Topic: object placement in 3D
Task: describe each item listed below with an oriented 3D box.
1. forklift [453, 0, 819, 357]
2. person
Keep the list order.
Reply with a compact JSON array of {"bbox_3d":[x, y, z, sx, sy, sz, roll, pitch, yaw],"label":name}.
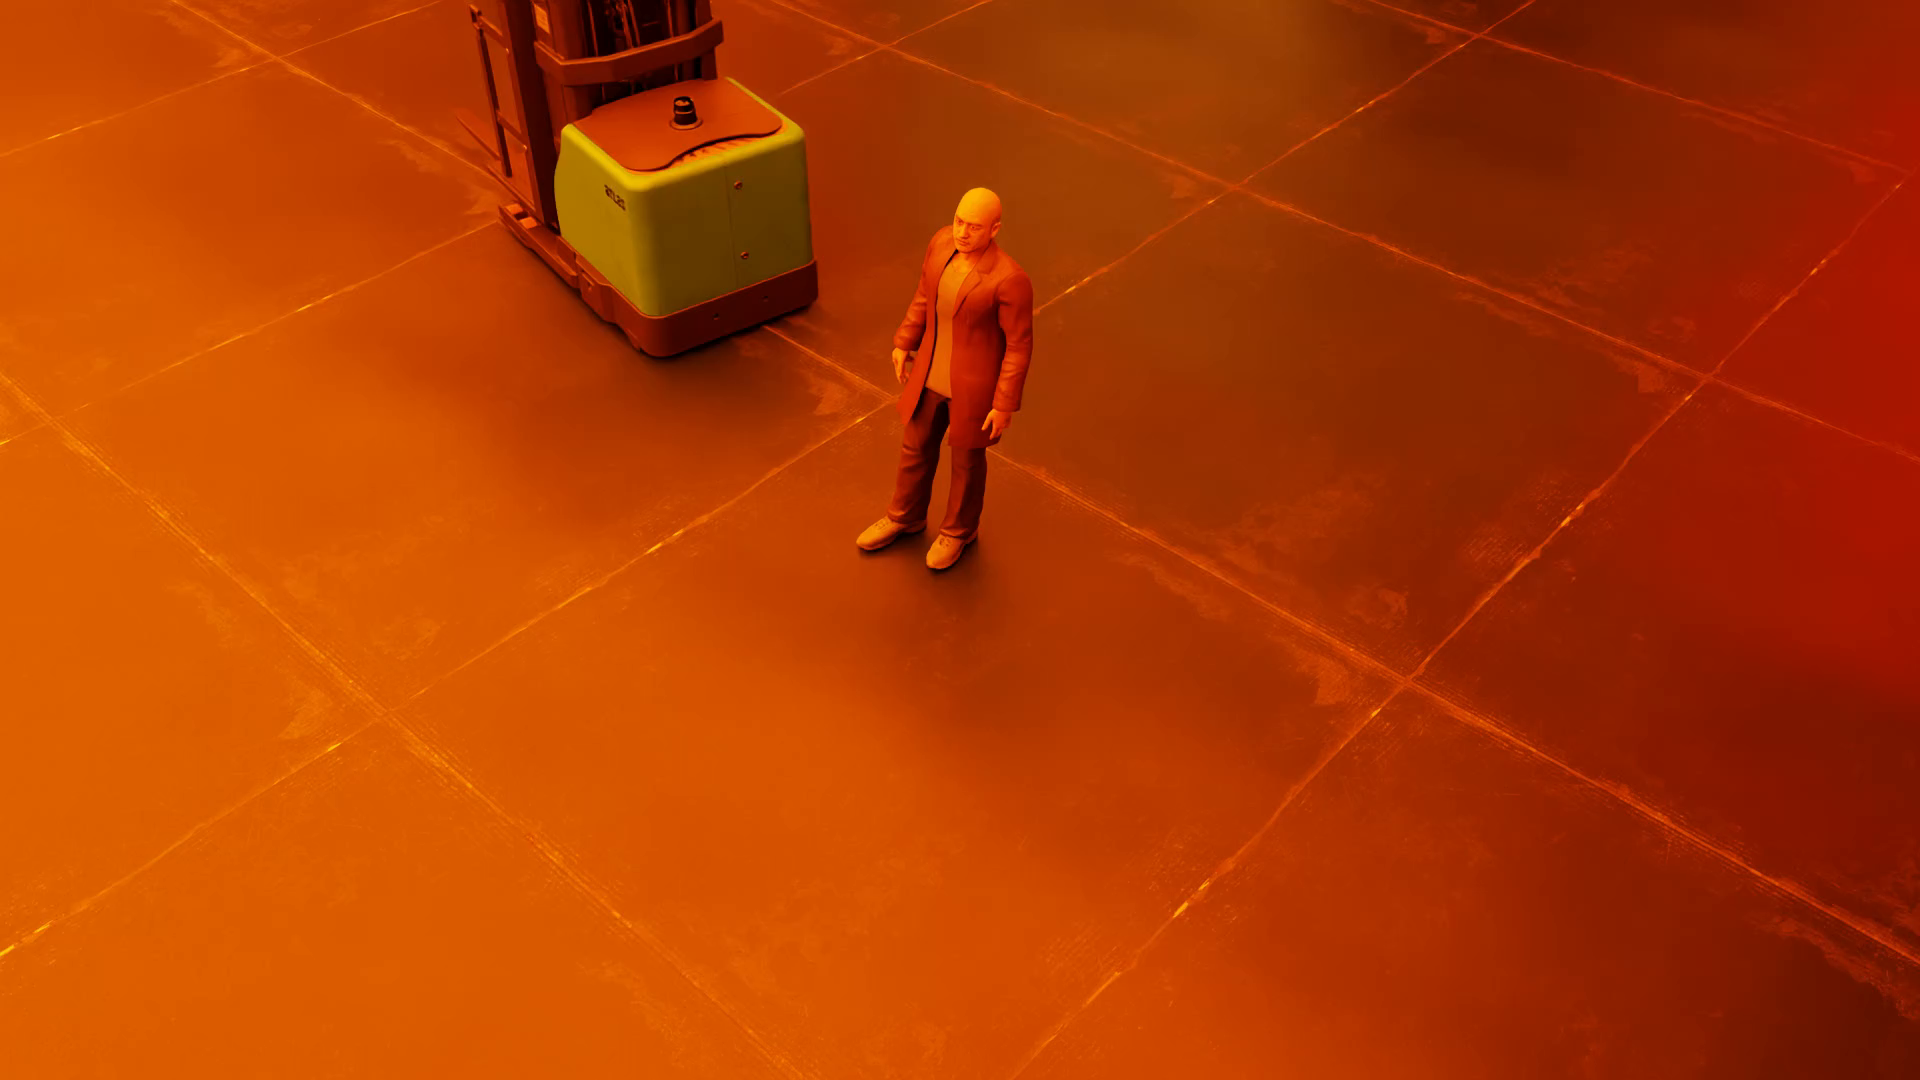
[{"bbox_3d":[-2.046,-2.985,8.908,1.130,2.935,3.031,-25,47,-26],"label":"forklift"},{"bbox_3d":[-0.065,-0.638,7.046,0.698,1.778,0.579,31,49,31],"label":"person"}]
